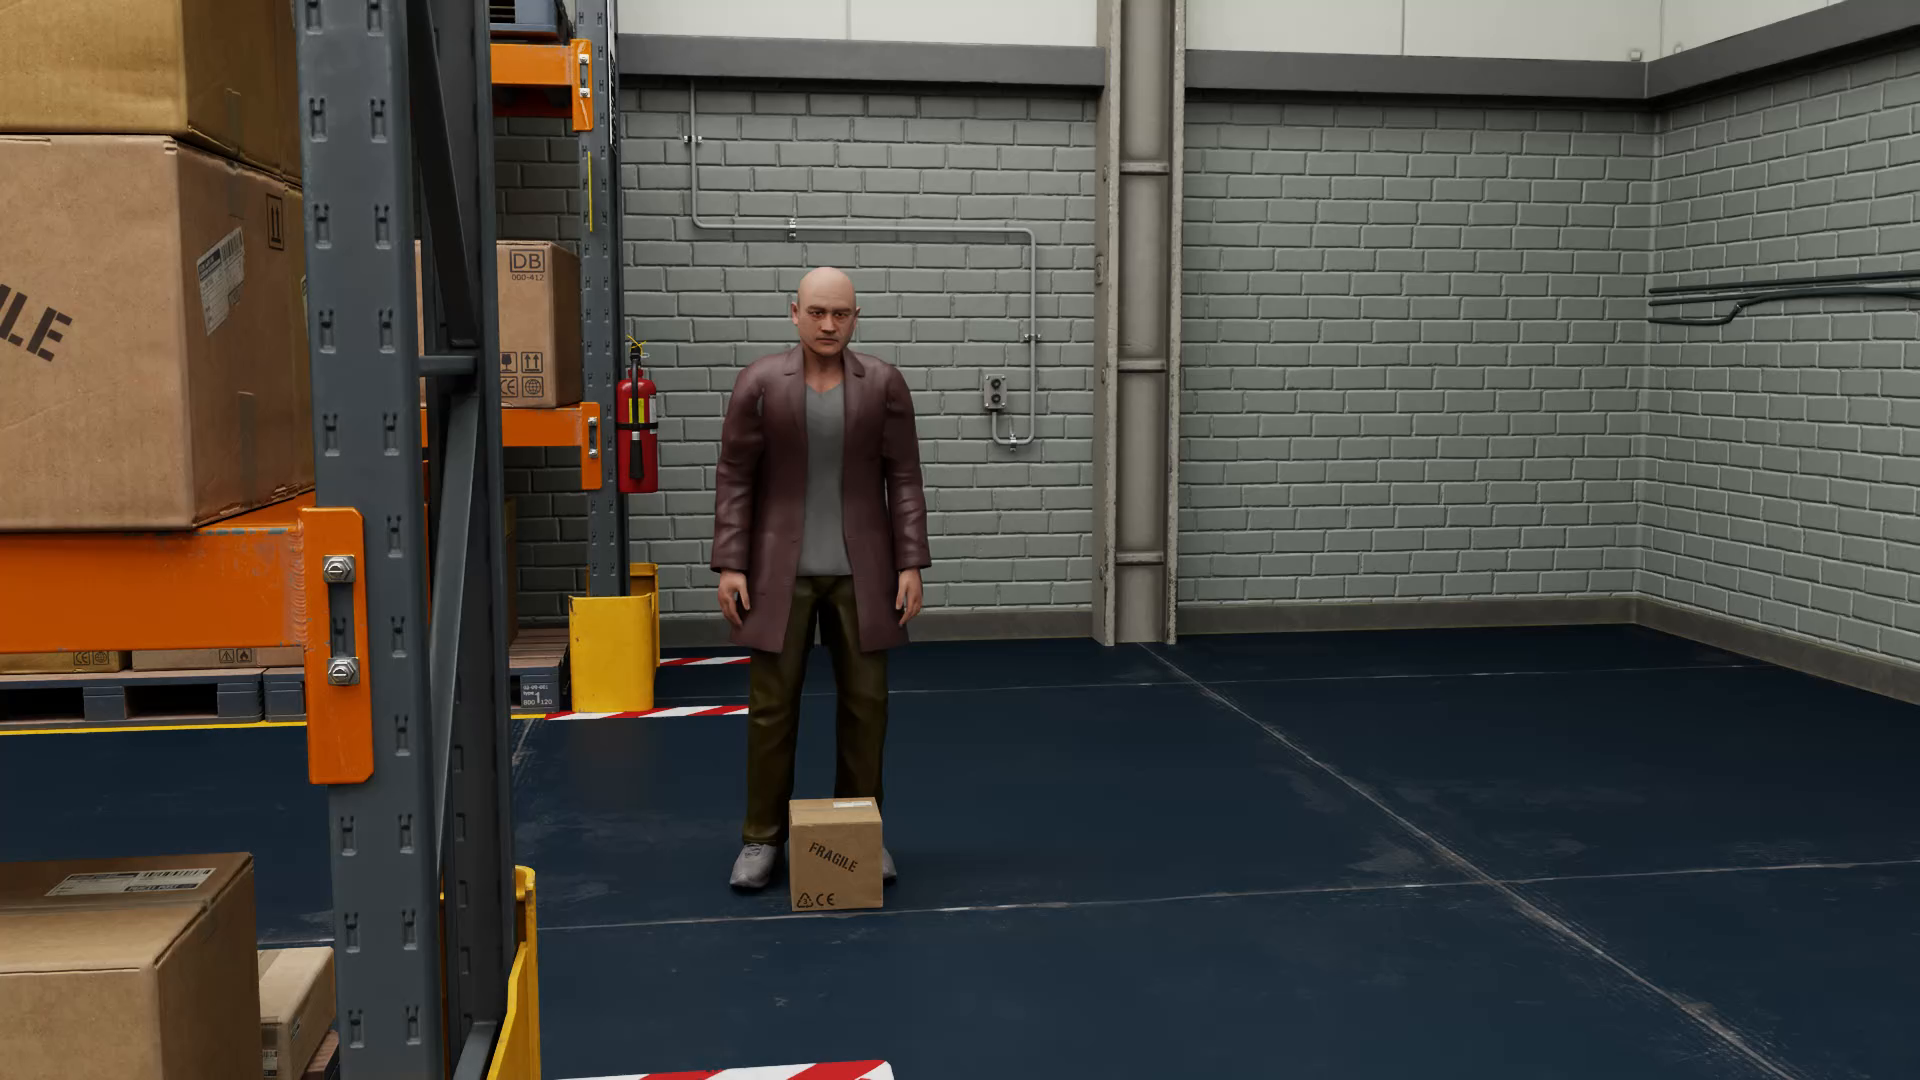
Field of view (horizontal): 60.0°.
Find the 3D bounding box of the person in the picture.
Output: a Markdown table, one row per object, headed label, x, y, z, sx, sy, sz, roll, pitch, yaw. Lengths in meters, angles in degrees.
| label | x | y | z | sx | sy | sz | roll | pitch | yaw |
| --- | --- | --- | --- | --- | --- | --- | --- | --- | --- |
| person | -0.405 | 0.102 | 4.858 | 0.644 | 1.774 | 0.425 | -1 | 6 | -8 |
